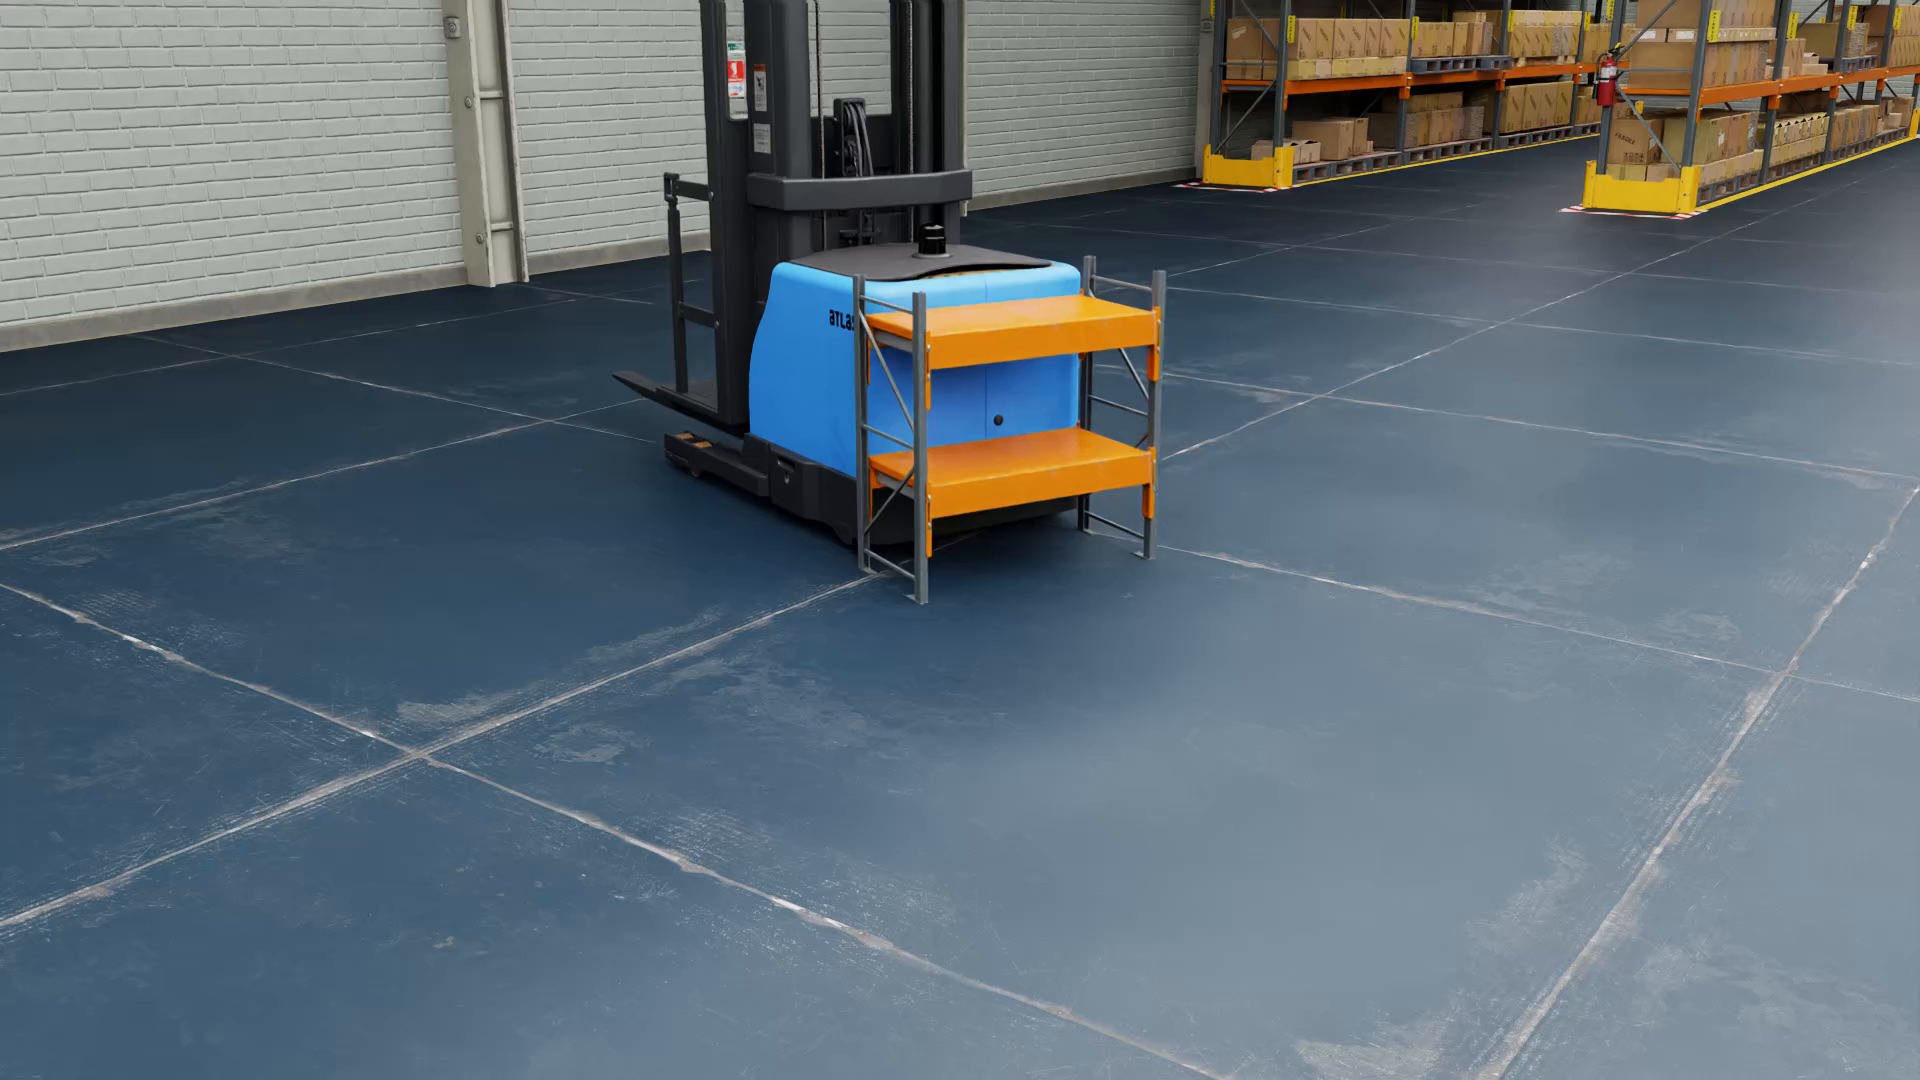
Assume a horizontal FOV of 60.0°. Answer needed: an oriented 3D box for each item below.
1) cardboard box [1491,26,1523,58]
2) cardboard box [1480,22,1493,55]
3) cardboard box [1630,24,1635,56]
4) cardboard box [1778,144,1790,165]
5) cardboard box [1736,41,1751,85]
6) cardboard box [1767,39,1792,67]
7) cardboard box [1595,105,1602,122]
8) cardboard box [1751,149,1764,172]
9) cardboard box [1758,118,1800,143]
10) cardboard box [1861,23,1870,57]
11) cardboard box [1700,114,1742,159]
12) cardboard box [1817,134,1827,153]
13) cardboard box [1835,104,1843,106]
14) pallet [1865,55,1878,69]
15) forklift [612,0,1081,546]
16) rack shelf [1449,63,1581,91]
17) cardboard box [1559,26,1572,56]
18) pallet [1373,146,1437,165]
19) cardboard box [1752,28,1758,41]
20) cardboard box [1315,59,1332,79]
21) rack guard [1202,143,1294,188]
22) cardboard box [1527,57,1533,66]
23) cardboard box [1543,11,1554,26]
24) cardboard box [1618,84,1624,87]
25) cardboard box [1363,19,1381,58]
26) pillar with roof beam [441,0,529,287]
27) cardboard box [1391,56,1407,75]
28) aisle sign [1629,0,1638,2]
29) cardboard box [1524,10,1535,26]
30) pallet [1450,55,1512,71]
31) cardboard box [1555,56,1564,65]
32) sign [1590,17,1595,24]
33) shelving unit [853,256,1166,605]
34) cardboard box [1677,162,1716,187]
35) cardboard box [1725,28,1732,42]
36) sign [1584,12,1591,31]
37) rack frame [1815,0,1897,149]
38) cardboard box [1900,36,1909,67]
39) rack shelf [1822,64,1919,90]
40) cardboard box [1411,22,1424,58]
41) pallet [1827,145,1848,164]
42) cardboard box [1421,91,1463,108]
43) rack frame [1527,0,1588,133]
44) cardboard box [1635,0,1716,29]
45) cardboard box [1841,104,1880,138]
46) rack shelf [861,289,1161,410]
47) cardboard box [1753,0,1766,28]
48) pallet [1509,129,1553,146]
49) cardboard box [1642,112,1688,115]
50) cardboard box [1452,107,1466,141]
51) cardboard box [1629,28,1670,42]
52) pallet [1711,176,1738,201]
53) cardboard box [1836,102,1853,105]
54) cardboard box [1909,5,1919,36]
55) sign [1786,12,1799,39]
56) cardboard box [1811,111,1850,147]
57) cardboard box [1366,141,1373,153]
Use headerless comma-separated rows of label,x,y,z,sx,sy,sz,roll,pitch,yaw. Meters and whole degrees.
cardboard box,8.952,-8.228,27.479,0.500,0.500,0.500,13,22,36
cardboard box,8.185,-8.103,26.868,0.700,0.500,0.500,10,20,28
cardboard box,12.928,-9.884,33.009,0.980,0.700,0.700,14,22,37
cardboard box,10.799,-5.193,22.336,0.500,0.250,0.500,13,22,36
cardboard box,9.184,-5.827,20.281,0.700,0.500,0.500,13,21,35
cardboard box,10.839,-6.485,22.399,0.500,0.500,0.500,14,22,39
cardboard box,11.978,-8.319,31.982,0.700,0.500,0.500,13,21,36
cardboard box,9.953,-4.870,21.296,0.500,0.250,0.500,12,21,35
cardboard box,11.110,-5.583,22.647,0.500,0.311,0.500,12,21,33
cardboard box,13.818,-7.853,26.099,0.700,0.500,0.500,7,19,21
cardboard box,9.065,-4.870,20.030,0.500,0.500,0.500,12,21,35
cardboard box,12.320,-5.803,24.301,0.500,0.250,0.500,13,21,36
cardboard box,14.337,-6.981,27.639,0.500,0.500,0.500,11,21,32
pallet,14.257,-7.774,27.044,1.003,0.211,1.213,12,21,35
forklift,-0.733,-1.758,7.464,1.130,2.935,3.031,-11,20,-32
rack shelf,9.649,-8.091,28.955,1.077,0.370,4.000,12,21,35
cardboard box,10.472,-8.833,29.426,0.500,0.500,0.500,13,21,35
pallet,6.536,-5.860,25.258,1.003,0.211,1.213,12,21,35
cardboard box,9.457,-6.144,20.210,0.380,0.149,0.250,12,21,34
cardboard box,4.534,-6.177,21.798,0.500,0.250,0.500,12,21,33
rack guard,3.736,-4.878,21.607,1.175,0.500,0.348,12,21,35
cardboard box,9.583,-8.197,28.472,0.380,0.149,0.250,13,21,36
cardboard box,9.848,-8.949,28.536,0.500,0.250,0.500,12,21,34
cardboard box,12.805,-8.872,32.670,0.380,0.149,0.250,13,22,36
cardboard box,5.439,-6.897,22.850,0.500,0.500,0.500,12,21,33
pillar with roof beam,-0.280,-5.619,9.664,9.100,9.000,0.400,12,21,35
cardboard box,6.035,-6.777,23.730,0.500,0.250,0.500,12,21,35
aisle sign,13.508,-11.070,32.949,0.394,0.787,0.004,12,21,35
cardboard box,9.254,-8.707,27.755,0.500,0.250,0.500,12,21,34
pallet,8.118,-7.678,26.735,1.213,0.211,1.003,12,21,35
cardboard box,10.434,-8.479,29.380,0.380,0.149,0.250,12,21,35
sign,12.782,-10.415,33.630,0.100,0.325,0.005,12,21,35
shelving unit,0.186,-0.444,6.275,1.048,1.125,0.538,-10,20,-29
cardboard box,8.464,-4.274,19.378,0.500,0.250,0.500,12,21,35
cardboard box,8.692,-5.838,19.223,0.380,0.149,0.250,12,21,33
sign,11.282,-9.333,29.921,0.100,0.325,0.005,12,21,35
rack frame,14.821,-8.037,27.566,1.000,3.000,0.127,12,21,35
cardboard box,15.946,-8.399,28.564,0.500,0.500,0.500,12,21,34
rack shelf,16.013,-8.170,29.207,1.077,0.370,4.000,12,21,35
cardboard box,6.404,-7.379,24.537,0.700,0.500,0.500,12,21,35
pallet,12.913,-5.924,25.463,1.003,0.211,1.213,12,21,35
cardboard box,7.680,-7.028,26.525,0.500,0.250,0.500,13,21,36
rack frame,10.840,-8.911,30.382,1.000,3.000,0.127,12,21,35
cardboard box,7.991,-5.968,18.547,0.700,0.500,0.500,13,21,35
cardboard box,14.757,-6.885,27.330,0.500,0.500,0.500,12,21,34
rack shelf,0.186,-0.723,6.189,1.000,0.278,0.538,-10,20,-29
cardboard box,9.495,-6.571,20.491,0.700,0.500,0.500,12,21,35
pallet,9.715,-7.091,29.221,1.003,0.211,1.213,12,21,35
cardboard box,8.635,-4.964,20.335,0.500,0.500,0.500,12,21,35
cardboard box,7.670,-6.692,26.709,0.700,0.500,0.500,12,21,35
cardboard box,7.746,-5.661,18.653,0.380,0.149,0.250,12,21,34
pallet,8.820,-4.326,20.318,1.003,0.211,1.213,12,21,35
cardboard box,14.933,-7.239,28.470,0.500,0.500,0.500,12,21,35
cardboard box,16.248,-8.993,28.791,0.500,0.500,0.500,13,22,36
sign,10.501,-6.485,20.976,0.100,0.325,0.005,12,21,35
cardboard box,13.246,-6.284,25.395,0.500,0.500,0.500,12,21,33
cardboard box,5.779,-5.730,24.174,0.380,0.166,0.250,9,20,28
